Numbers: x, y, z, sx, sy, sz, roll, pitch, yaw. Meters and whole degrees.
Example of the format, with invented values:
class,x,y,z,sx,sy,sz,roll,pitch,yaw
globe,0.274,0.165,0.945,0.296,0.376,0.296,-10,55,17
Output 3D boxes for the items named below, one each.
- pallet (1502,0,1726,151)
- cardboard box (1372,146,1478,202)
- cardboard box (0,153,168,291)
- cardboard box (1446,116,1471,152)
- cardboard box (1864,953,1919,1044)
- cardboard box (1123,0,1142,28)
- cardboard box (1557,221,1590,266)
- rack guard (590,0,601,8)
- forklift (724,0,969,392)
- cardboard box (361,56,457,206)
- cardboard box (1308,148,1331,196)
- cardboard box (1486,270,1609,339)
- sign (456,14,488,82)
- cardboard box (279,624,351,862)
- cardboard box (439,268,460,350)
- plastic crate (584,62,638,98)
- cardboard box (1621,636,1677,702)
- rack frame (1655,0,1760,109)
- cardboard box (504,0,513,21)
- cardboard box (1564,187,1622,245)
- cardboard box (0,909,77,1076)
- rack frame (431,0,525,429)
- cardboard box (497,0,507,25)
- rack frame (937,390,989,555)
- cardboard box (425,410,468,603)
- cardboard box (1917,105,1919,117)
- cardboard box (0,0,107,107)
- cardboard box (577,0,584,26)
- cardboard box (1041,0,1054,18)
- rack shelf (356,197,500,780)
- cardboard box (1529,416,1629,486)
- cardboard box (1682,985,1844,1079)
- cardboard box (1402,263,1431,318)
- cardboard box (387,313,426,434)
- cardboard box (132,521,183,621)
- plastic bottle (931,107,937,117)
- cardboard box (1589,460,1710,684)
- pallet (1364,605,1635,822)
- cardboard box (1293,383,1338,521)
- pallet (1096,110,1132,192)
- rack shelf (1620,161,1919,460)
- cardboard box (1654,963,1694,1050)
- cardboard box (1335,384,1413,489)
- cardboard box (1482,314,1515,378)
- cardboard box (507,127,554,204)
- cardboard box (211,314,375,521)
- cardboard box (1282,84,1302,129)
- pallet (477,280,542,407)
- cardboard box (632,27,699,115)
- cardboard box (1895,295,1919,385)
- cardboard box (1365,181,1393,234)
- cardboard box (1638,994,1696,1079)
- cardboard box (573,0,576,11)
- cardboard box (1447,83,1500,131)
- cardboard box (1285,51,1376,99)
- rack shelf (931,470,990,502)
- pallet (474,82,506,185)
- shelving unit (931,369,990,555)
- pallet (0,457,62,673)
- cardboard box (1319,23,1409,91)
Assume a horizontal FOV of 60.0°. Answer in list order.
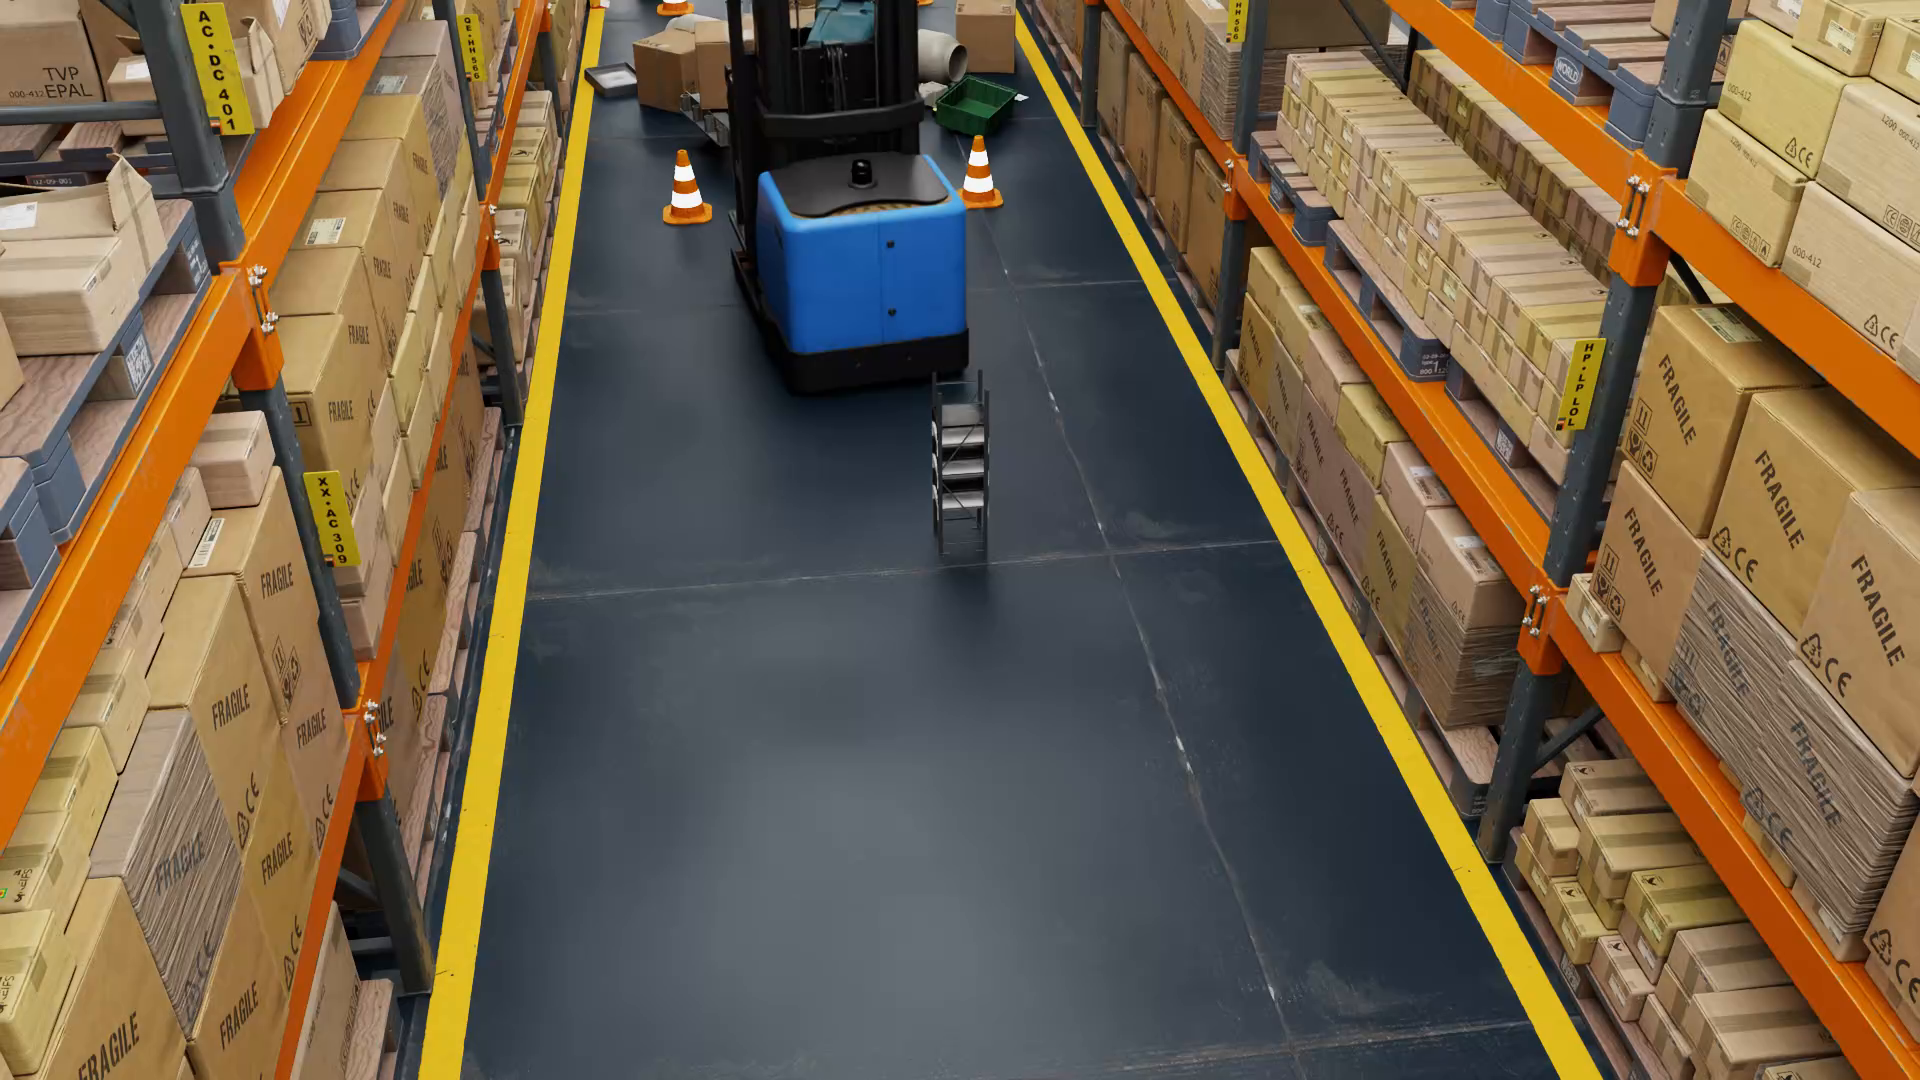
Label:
class,x,y,z,sx,sy,sz,roll,pitch,yaw
pallet,2.541,-1.571,5.395,1.213,0.211,1.003,-4,35,-6
cardboard box,2.029,-1.598,7.254,0.380,0.149,0.250,-3,34,-5
cardboard box,-1.970,-0.692,3.596,0.396,0.266,0.258,-3,34,-5
cardboard box,2.574,-1.945,8.026,0.380,0.149,0.250,-4,34,-5
cardboard box,2.540,1.108,4.184,0.380,0.149,0.250,-3,34,-5
cardboard box,1.380,-3.687,10.908,0.500,0.500,0.500,-5,35,-7
cardboard box,2.740,-1.236,6.985,0.380,0.149,0.250,-5,35,-7
rack guard,-3.976,-5.246,15.504,1.175,0.500,0.348,-4,35,-6
forklift,-0.848,-2.870,9.858,1.130,2.935,3.031,-9,35,-13
cardboard box,-2.505,-1.757,7.188,0.500,0.500,0.500,-4,34,-6
cardboard box,1.914,-1.793,8.068,0.380,0.149,0.250,-3,34,-4
cardboard box,2.202,-0.875,6.193,0.380,0.149,0.250,-5,35,-8
sign,-2.361,-2.380,8.050,0.100,0.325,0.005,-4,35,-6
cardboard box,-2.057,0.573,4.657,0.500,0.500,0.500,-4,34,-6
cardboard box,-2.449,-0.967,7.138,0.500,0.250,0.500,-5,35,-7
plastic crate,-2.847,-3.821,13.786,0.402,0.080,0.583,-16,38,-23
cardboard box,2.341,0.369,5.268,0.380,0.149,0.250,-3,34,-5
rack frame,2.519,-2.535,3.980,1.000,3.000,0.127,-4,35,-6
cardboard box,-2.983,-3.322,10.312,0.380,0.149,0.250,-4,35,-6
cardboard box,2.747,-1.348,6.886,0.380,0.149,0.250,-3,34,-5
cardboard box,-1.775,0.797,2.865,0.380,0.149,0.250,-5,35,-8
rack frame,-2.911,-1.857,8.312,1.000,3.000,0.127,-4,35,-6
cardboard box,-2.957,-3.329,9.746,0.500,0.500,0.500,-6,35,-8
rack frame,0.015,-0.311,7.907,0.240,0.900,0.006,-4,35,-6
cardboard box,-2.784,-0.263,7.486,0.875,0.875,0.875,-4,34,-6
cardboard box,2.401,-0.986,3.705,0.380,0.149,0.250,-5,35,-8
cardboard box,-2.699,-1.477,4.797,0.500,0.311,0.500,-4,35,-6
cardboard box,-3.549,-4.638,14.462,0.500,0.250,0.500,-4,35,-6
cardboard box,1.182,-5.184,14.707,0.875,0.875,0.875,-5,35,-7
rack shelf,-2.642,-0.444,6.877,1.077,0.370,4.000,-4,35,-6
cardboard box,2.269,-0.333,5.925,0.380,0.149,0.250,-5,35,-7
cardboard box,2.432,1.498,5.019,0.380,0.149,0.250,-4,34,-5
cardboard box,2.091,-1.060,6.991,0.380,0.149,0.250,-3,34,-4
cardboard box,-2.292,-0.609,6.169,0.500,0.250,0.500,-4,34,-6
cardboard box,-2.064,0.095,3.894,0.380,0.149,0.250,-4,35,-6
plastic bottle,-0.090,-3.346,13.106,0.133,0.061,0.283,-24,41,-30
cardboard box,2.336,0.075,5.124,0.500,0.500,0.500,-5,35,-7
pallet,2.413,0.662,7.092,1.003,0.211,1.213,-4,35,-6
cardboard box,1.968,-0.449,8.092,0.500,0.500,0.500,-5,35,-8
pallet,1.621,-2.944,12.382,1.003,0.211,1.213,-4,35,-6
rack shelf,2.788,0.117,3.389,1.077,0.370,4.000,-4,35,-6
cardboard box,2.475,1.470,5.323,0.380,0.149,0.250,-6,35,-9
cardboard box,2.027,-0.485,7.479,0.500,0.250,0.500,-6,35,-8
cardboard box,2.202,-0.742,6.261,0.380,0.149,0.250,-3,34,-4
cardboard box,-3.276,-2.484,11.191,0.950,0.372,0.625,-2,34,-3
cardboard box,-2.147,-0.347,5.119,0.500,0.500,0.500,-4,34,-6
cardboard box,1.847,-2.196,8.395,0.380,0.149,0.250,-3,34,-4
pallet,-3.014,-1.141,9.737,1.003,0.211,1.213,-4,35,-6
cardboard box,-2.244,-3.758,13.319,0.500,0.500,0.500,20,39,26
cardboard box,2.446,-0.385,3.621,0.500,0.250,0.500,-3,34,-4
cardboard box,2.021,-1.478,7.341,0.380,0.149,0.250,-5,35,-7
cardboard box,2.454,1.597,5.402,0.380,0.149,0.250,-5,35,-7
cardboard box,-3.486,-4.668,13.839,0.500,0.500,0.500,-5,35,-7
cardboard box,2.568,-2.079,7.959,0.380,0.149,0.250,-3,34,-5
cardboard box,1.852,-2.329,8.326,0.380,0.149,0.250,-4,35,-6
rack shelf,0.001,-0.265,8.059,0.258,0.077,0.200,-4,35,-6
pallet,-3.112,-2.168,8.937,1.213,0.211,1.003,-4,35,-6
shelving unit,0.001,-0.367,7.990,0.258,0.900,0.210,-4,35,-6
pallet,-2.112,0.309,2.549,1.003,0.211,1.213,-4,35,-6
cardboard box,2.188,-2.601,9.314,0.500,0.500,0.500,-4,34,-6
